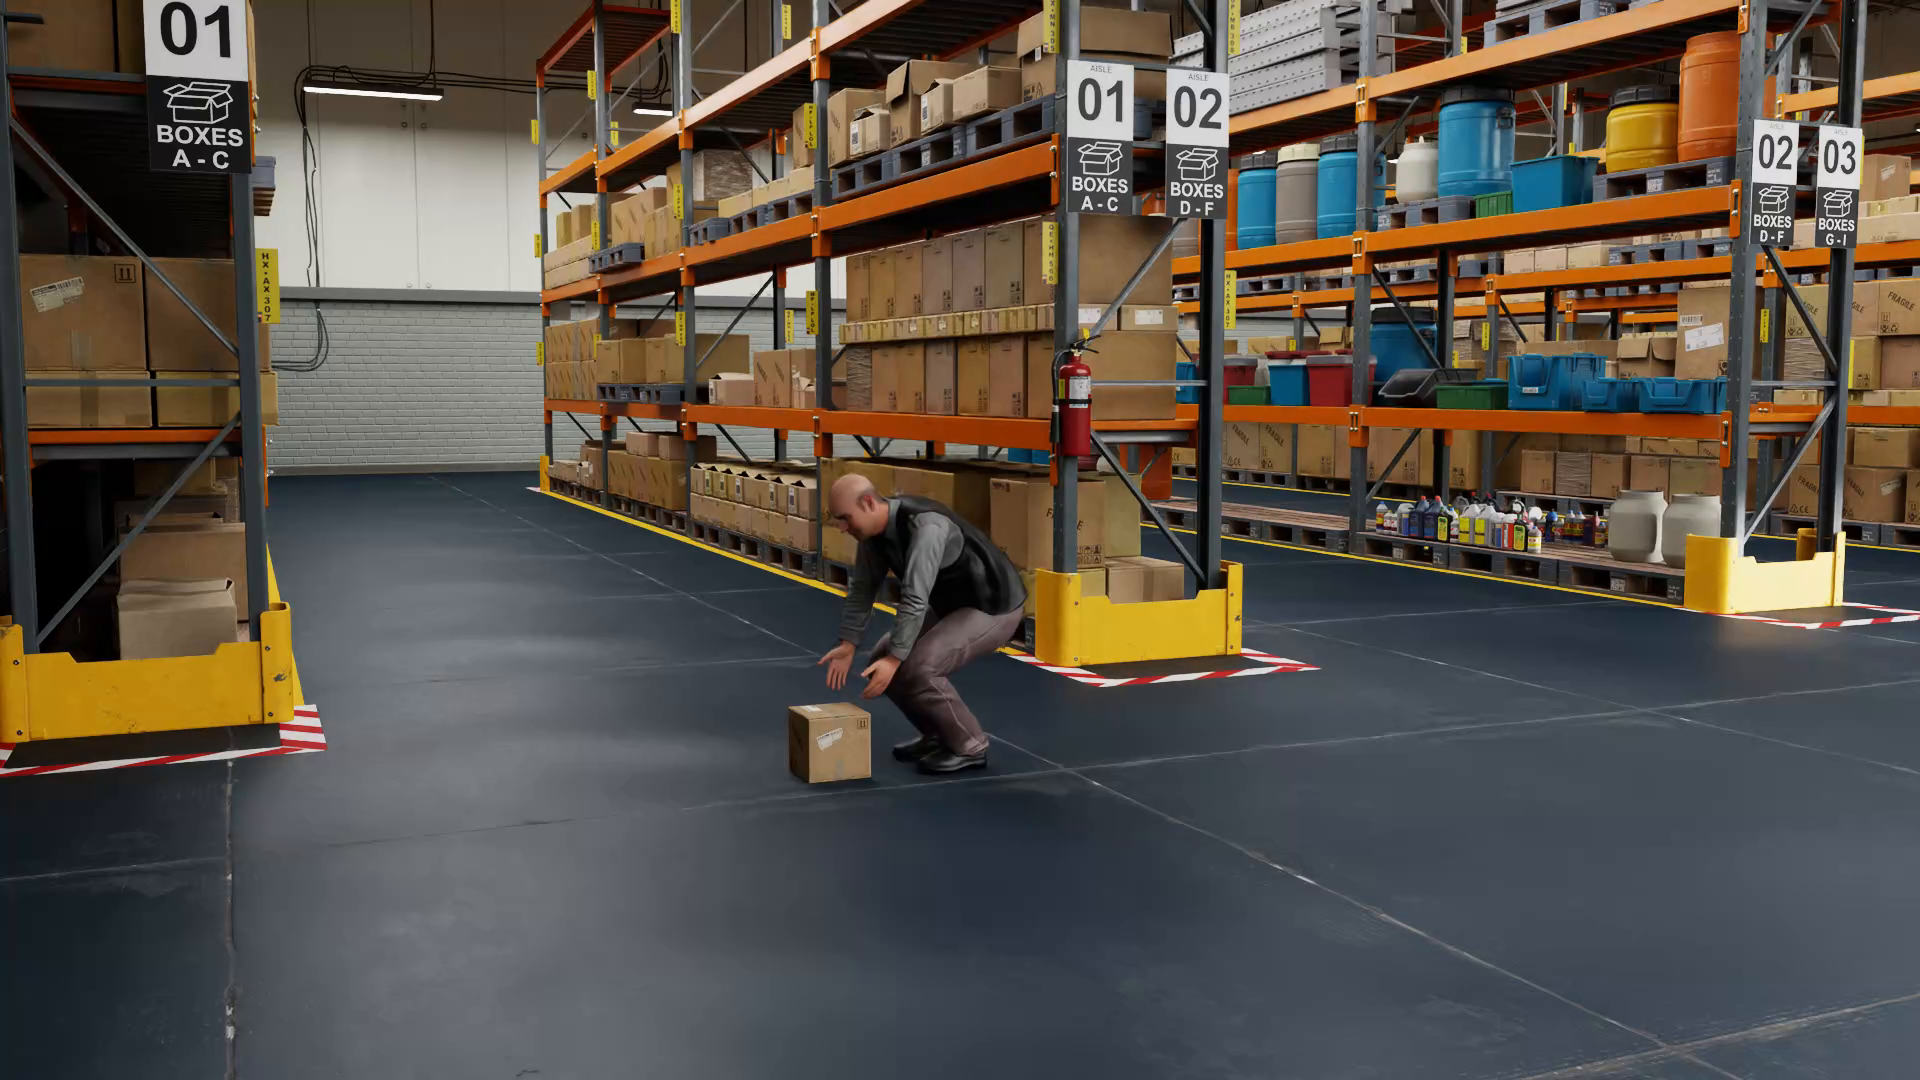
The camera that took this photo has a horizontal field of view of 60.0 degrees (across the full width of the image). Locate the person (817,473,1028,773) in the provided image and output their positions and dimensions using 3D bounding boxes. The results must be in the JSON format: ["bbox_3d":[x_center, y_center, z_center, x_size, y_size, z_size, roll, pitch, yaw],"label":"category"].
[{"bbox_3d":[-0.131,0.315,6.508,0.815,1.168,0.573,-2,6,-24],"label":"person"}]
